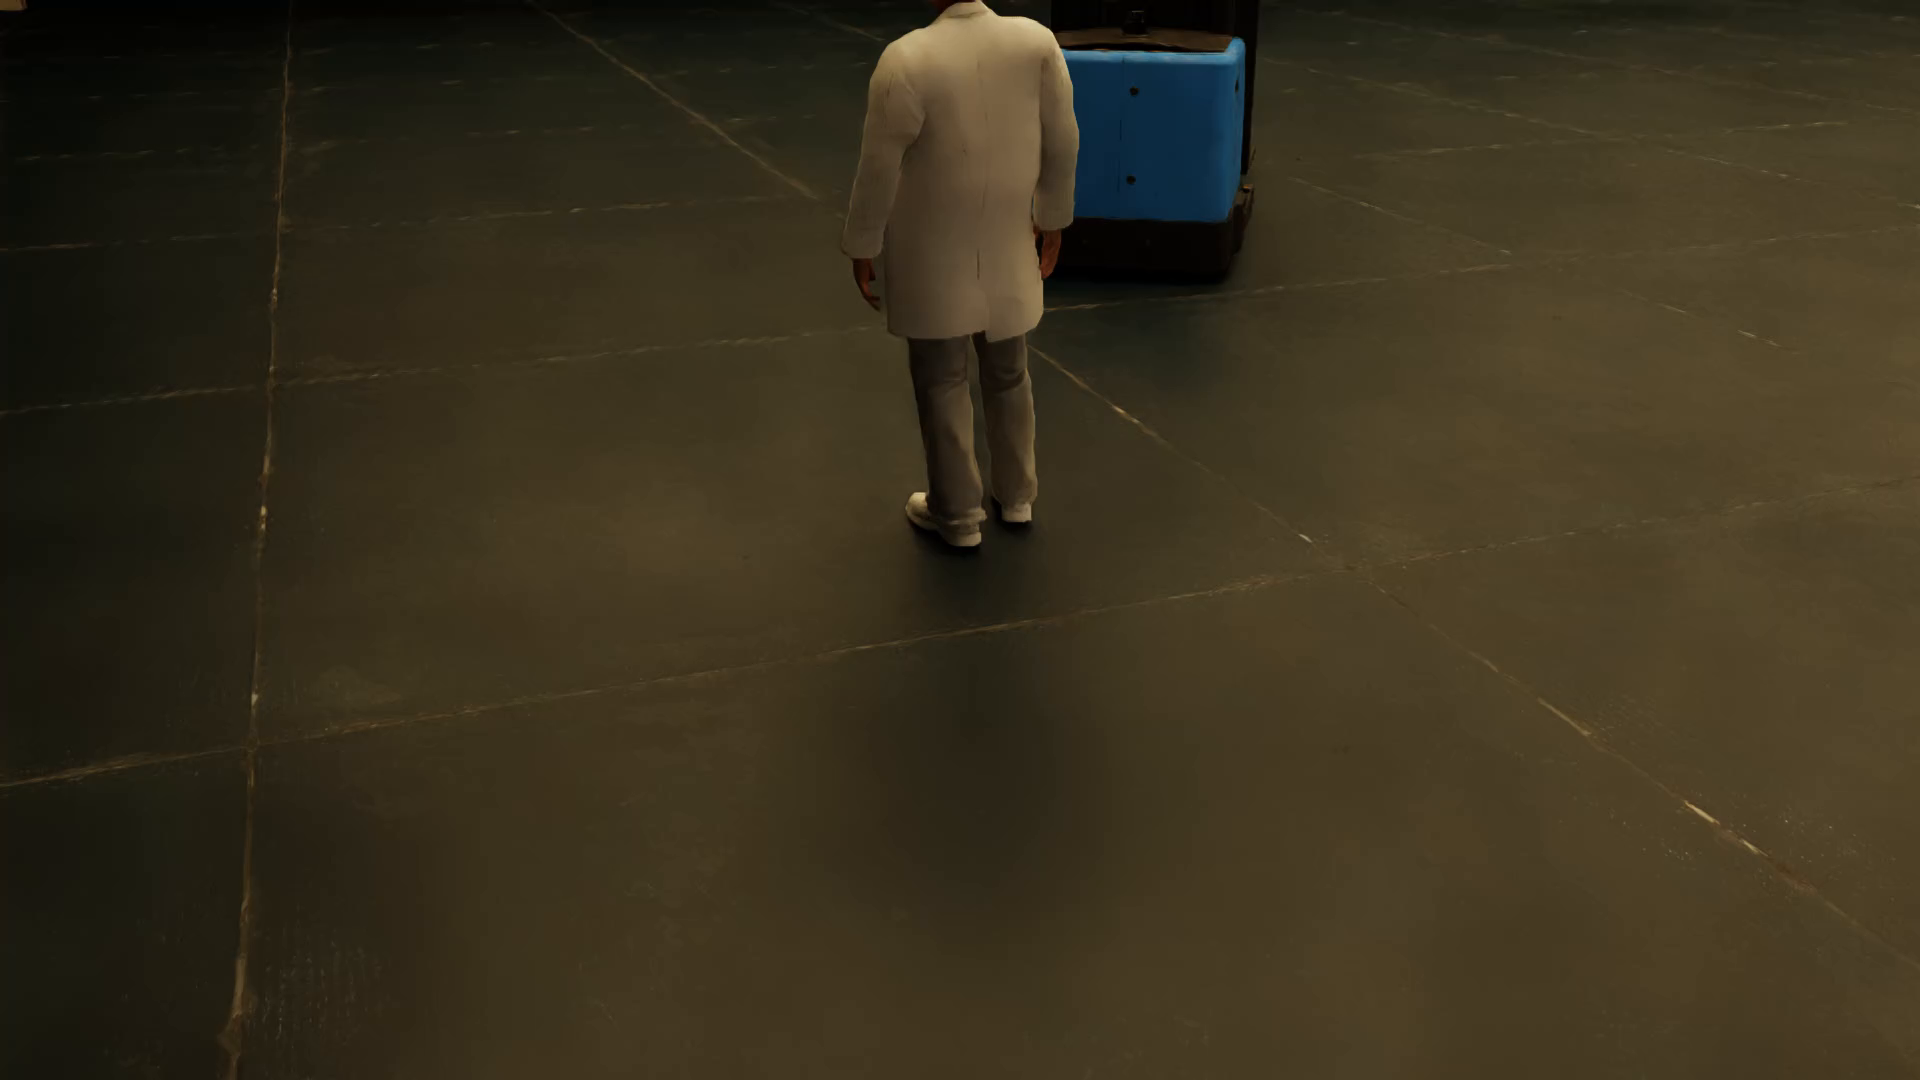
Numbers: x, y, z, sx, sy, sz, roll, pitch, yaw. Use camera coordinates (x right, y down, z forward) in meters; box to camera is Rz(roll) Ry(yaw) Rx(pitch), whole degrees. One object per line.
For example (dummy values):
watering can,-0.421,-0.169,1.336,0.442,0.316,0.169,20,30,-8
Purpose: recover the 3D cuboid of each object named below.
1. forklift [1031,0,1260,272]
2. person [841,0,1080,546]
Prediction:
forklift,1.074,-3.168,8.832,1.130,2.935,3.031,5,23,11
person,-0.027,-0.860,4.812,0.694,1.776,0.579,-8,24,-18
